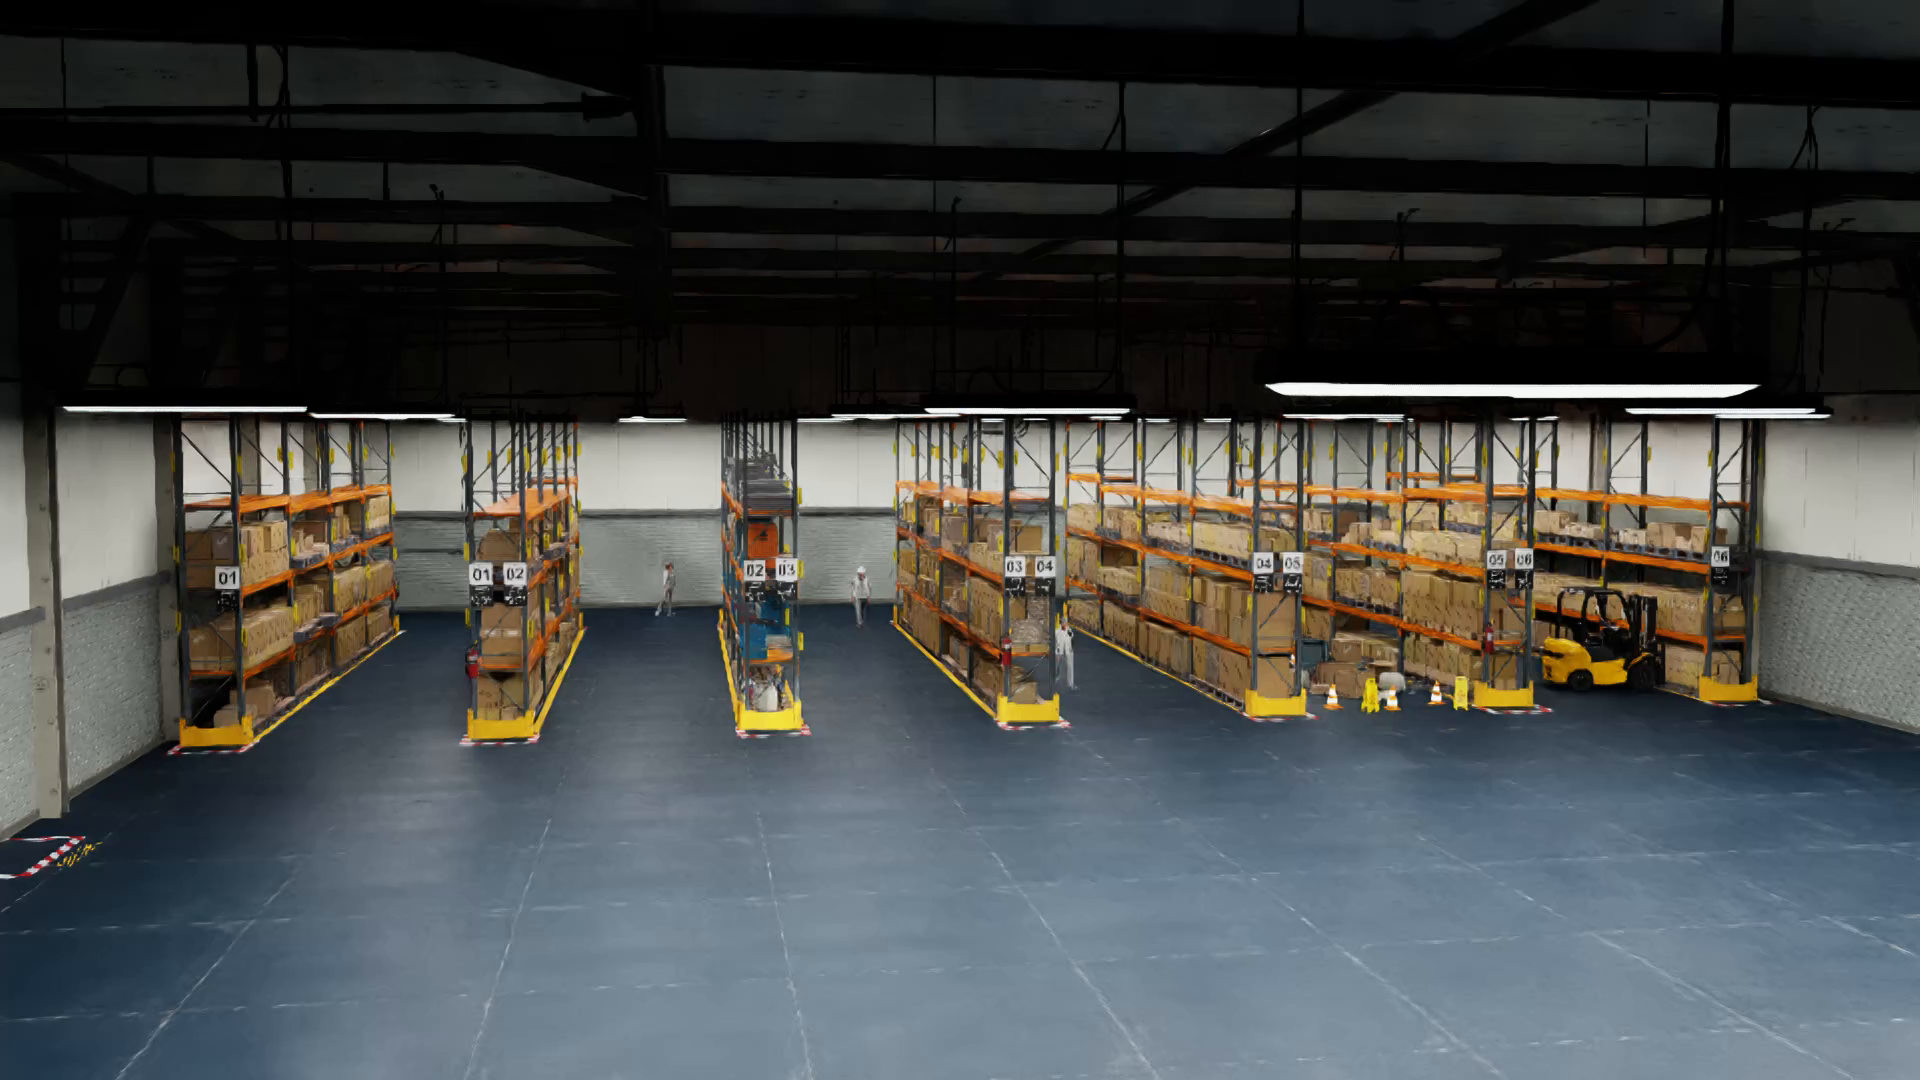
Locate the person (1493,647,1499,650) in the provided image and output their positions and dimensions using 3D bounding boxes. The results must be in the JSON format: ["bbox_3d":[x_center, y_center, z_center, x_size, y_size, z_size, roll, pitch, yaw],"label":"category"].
[{"bbox_3d":[13.237,1.880,41.708,0.579,1.729,0.666,1,4,13],"label":"person"}]

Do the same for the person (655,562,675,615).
[{"bbox_3d":[-8.843,1.459,49.849,0.457,1.590,0.599,3,5,33],"label":"person"}]

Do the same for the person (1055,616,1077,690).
[{"bbox_3d":[2.215,2.417,35.871,0.497,1.583,1.090,-1,4,-7],"label":"person"}]

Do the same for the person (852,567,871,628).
[{"bbox_3d":[-2.774,1.590,46.948,0.543,1.700,1.119,-1,4,-12],"label":"person"}]
